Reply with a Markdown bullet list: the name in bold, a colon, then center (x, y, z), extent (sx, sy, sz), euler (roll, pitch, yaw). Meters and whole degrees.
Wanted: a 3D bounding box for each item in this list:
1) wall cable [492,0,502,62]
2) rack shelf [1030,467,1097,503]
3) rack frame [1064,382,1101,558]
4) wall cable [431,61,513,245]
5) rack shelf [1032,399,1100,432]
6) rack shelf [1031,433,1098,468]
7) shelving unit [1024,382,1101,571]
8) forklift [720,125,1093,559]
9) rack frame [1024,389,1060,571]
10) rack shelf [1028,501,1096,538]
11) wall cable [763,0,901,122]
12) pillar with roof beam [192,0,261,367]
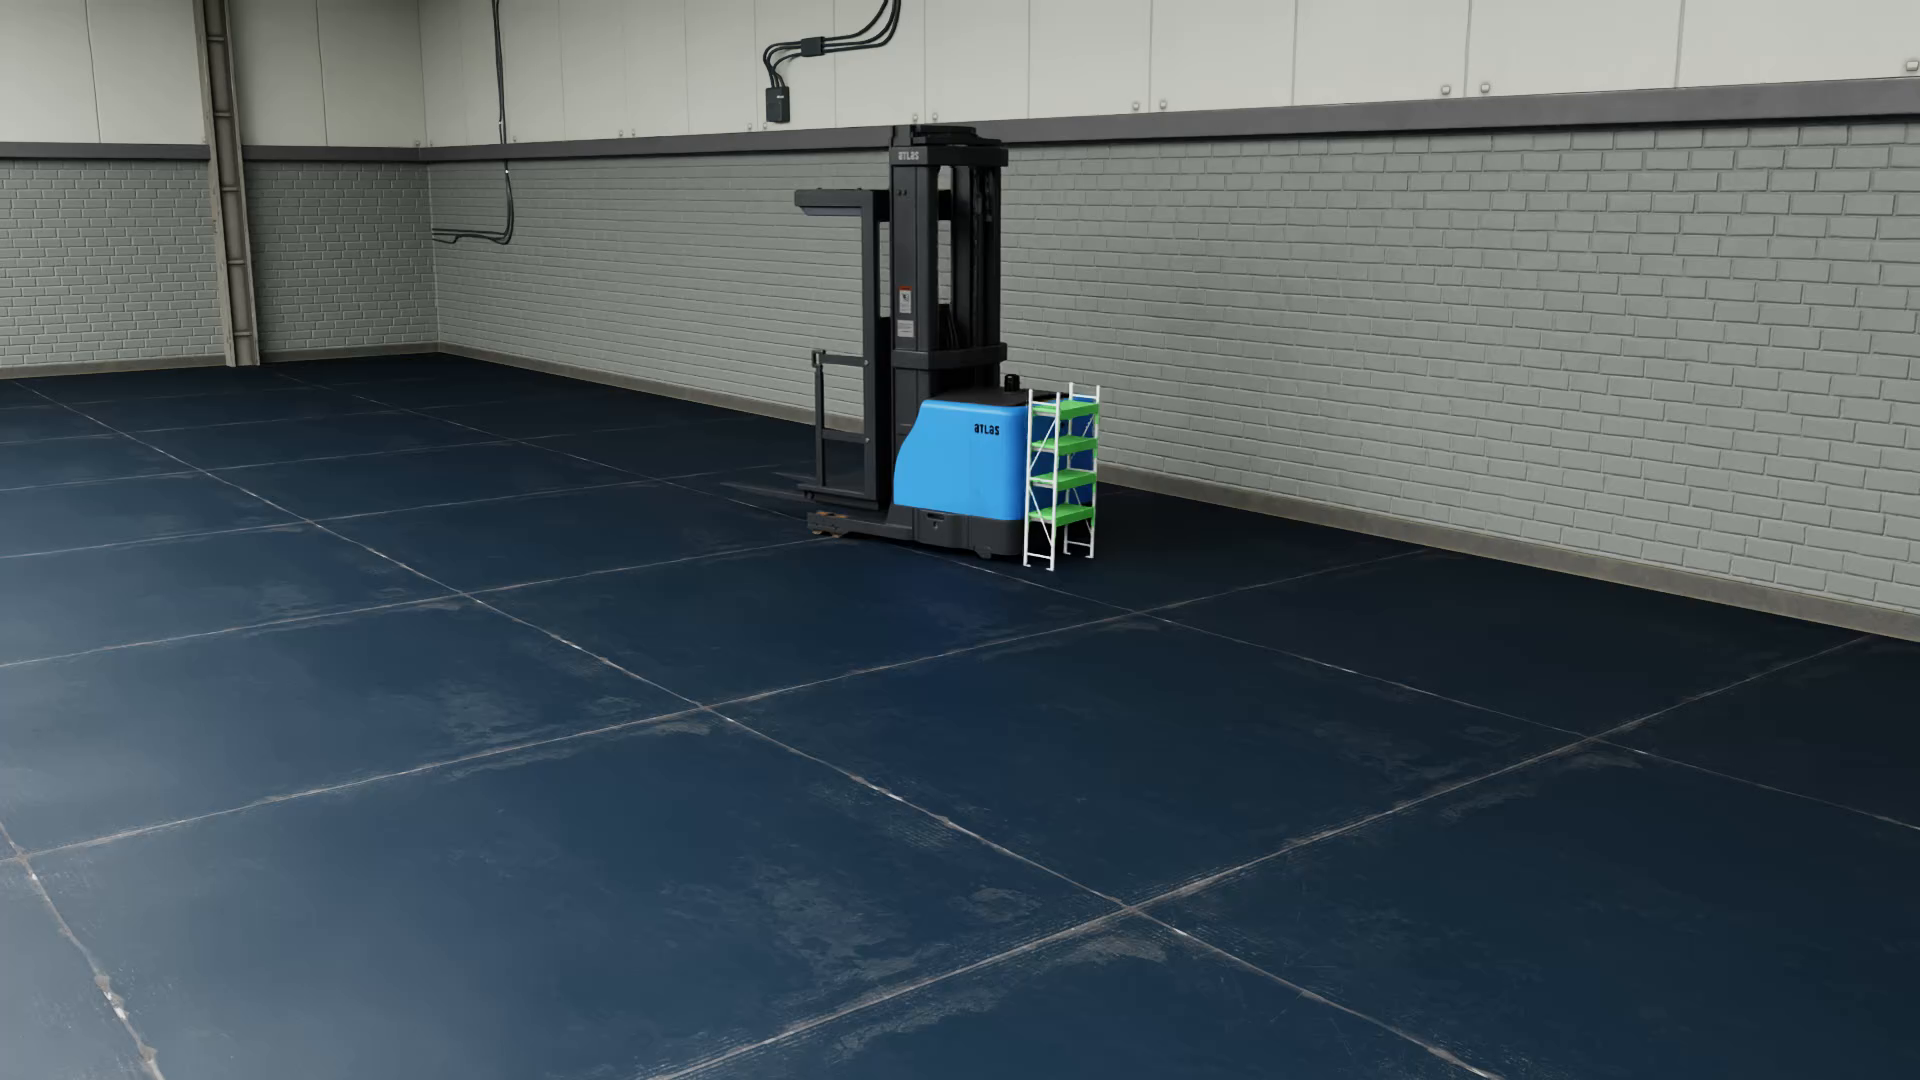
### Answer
- **wall cable**: center (-5.552, -7.614, 21.640), extent (0.112, 2.526, 3.097), euler (-9, 15, -38)
- **rack shelf**: center (0.692, -0.376, 11.299), extent (0.258, 0.148, 0.480), euler (11, 16, 36)
- **rack frame**: center (0.841, -0.479, 11.475), extent (0.240, 1.200, 0.015), euler (11, 16, 36)
- **wall cable**: center (-7.242, -5.583, 24.231), extent (0.112, 2.526, 3.097), euler (-9, 15, -38)
- **rack shelf**: center (0.702, -0.843, 11.192), extent (0.258, 0.148, 0.480), euler (11, 16, 36)
- **rack shelf**: center (0.697, -0.610, 11.245), extent (0.258, 0.148, 0.480), euler (11, 16, 36)
- **shelving unit**: center (0.693, -0.438, 11.285), extent (0.258, 1.200, 0.503), euler (11, 16, 36)
- **forklift**: center (-0.511, -1.528, 12.270), extent (3.031, 2.935, 1.130), euler (9, 15, 37)
- **rack frame**: center (0.546, -0.398, 11.095), extent (0.240, 1.200, 0.015), euler (11, 16, 36)
- **rack shelf**: center (0.686, -0.142, 11.353), extent (0.258, 0.148, 0.480), euler (11, 16, 36)
- **wall cable**: center (-1.324, -7.223, 16.294), extent (0.169, 6.003, 2.305), euler (-9, 15, -38)
- **pillar with roof beam**: center (-7.679, -6.236, 19.830), extent (0.400, 9.000, 9.100), euler (-9, 15, -38)
